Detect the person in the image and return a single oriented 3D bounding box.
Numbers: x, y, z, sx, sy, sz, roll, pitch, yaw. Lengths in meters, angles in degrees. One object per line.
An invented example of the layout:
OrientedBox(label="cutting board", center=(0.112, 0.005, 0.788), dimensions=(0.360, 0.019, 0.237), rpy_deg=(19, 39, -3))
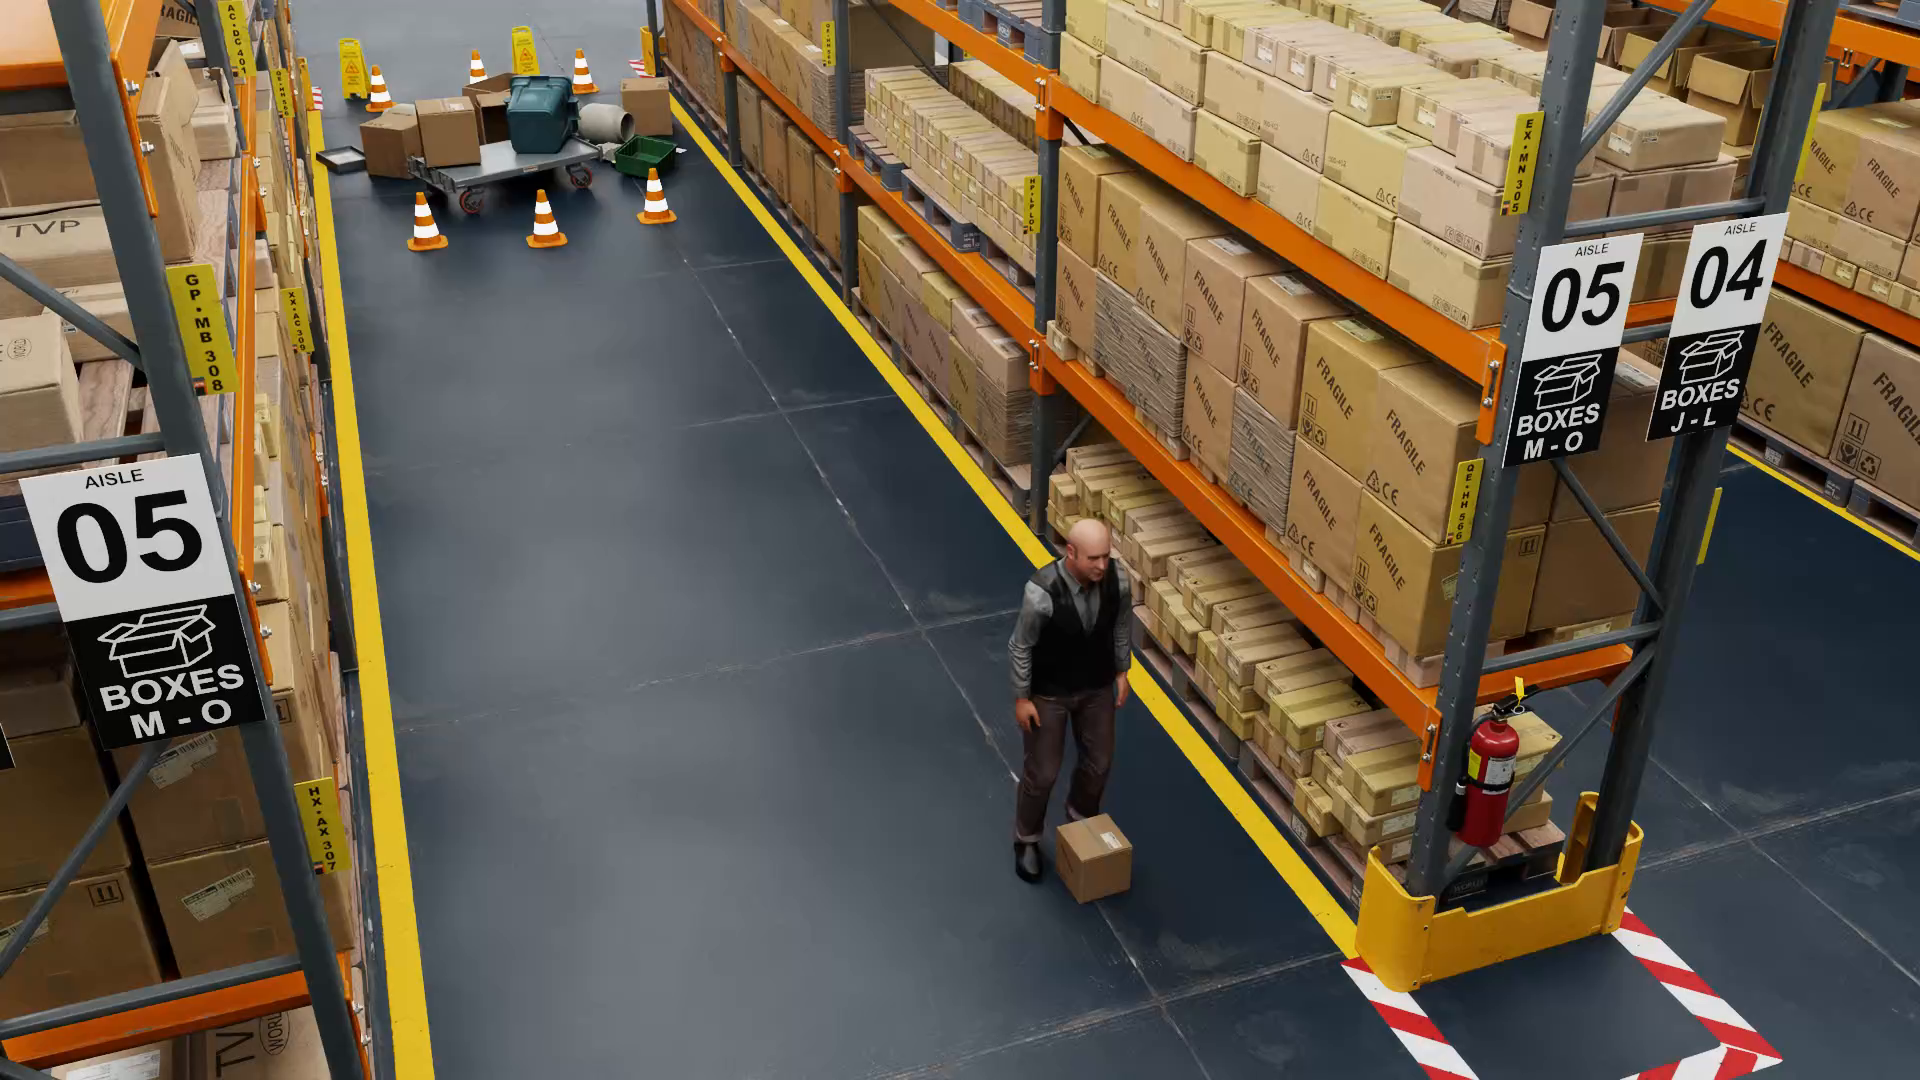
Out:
OrientedBox(label="person", center=(0.468, 0.647, 7.235), dimensions=(0.592, 1.720, 0.423), rpy_deg=(-13, 32, -21))
